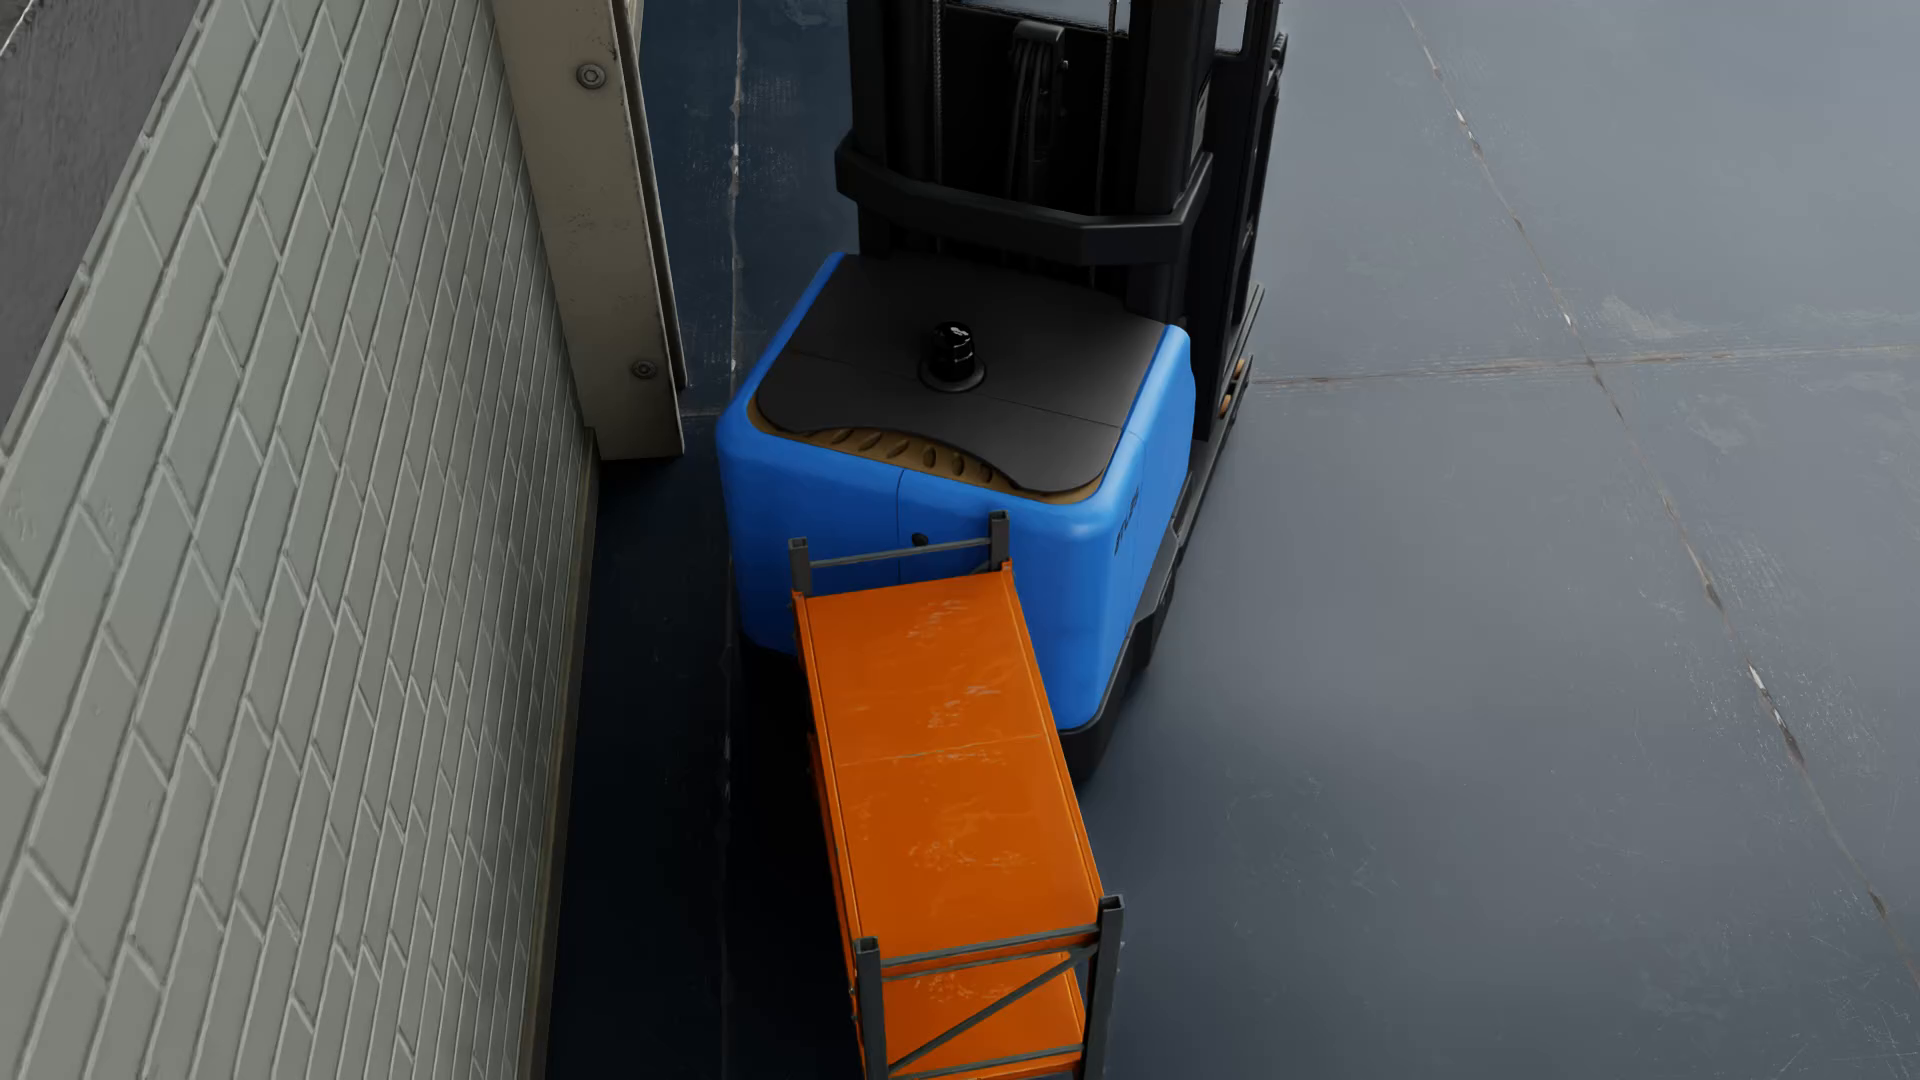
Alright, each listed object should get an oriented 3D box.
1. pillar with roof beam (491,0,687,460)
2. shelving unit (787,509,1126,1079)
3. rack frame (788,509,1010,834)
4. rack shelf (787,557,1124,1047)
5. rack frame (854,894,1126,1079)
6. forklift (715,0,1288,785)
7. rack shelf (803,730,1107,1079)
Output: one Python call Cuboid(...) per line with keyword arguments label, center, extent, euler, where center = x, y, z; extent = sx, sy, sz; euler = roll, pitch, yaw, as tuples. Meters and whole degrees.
Cuboid(label="pillar with roof beam", center=(3.203, -3.771, 2.624), extent=(9.100, 9.000, 0.400), euler=(-3, 47, -3))
Cuboid(label="shelving unit", center=(-0.039, 0.725, 3.789), extent=(0.538, 1.125, 1.048), euler=(-8, 47, -7))
Cuboid(label="rack frame", center=(-0.135, 0.362, 4.132), extent=(0.500, 1.125, 0.032), euler=(-8, 47, -7))
Cuboid(label="rack shelf", center=(-0.039, 0.523, 3.576), extent=(0.538, 0.278, 1.000), euler=(-8, 47, -7))
Cuboid(label="rack frame", center=(0.056, 1.087, 3.446), extent=(0.500, 1.125, 0.032), euler=(-8, 47, -7))
Cuboid(label="forklift", center=(0.354, -1.429, 4.584), extent=(1.130, 2.935, 3.031), euler=(14, 48, 13))
Cuboid(label="rack shelf", center=(-0.039, 0.893, 3.967), extent=(0.538, 0.278, 1.000), euler=(-8, 47, -7))
